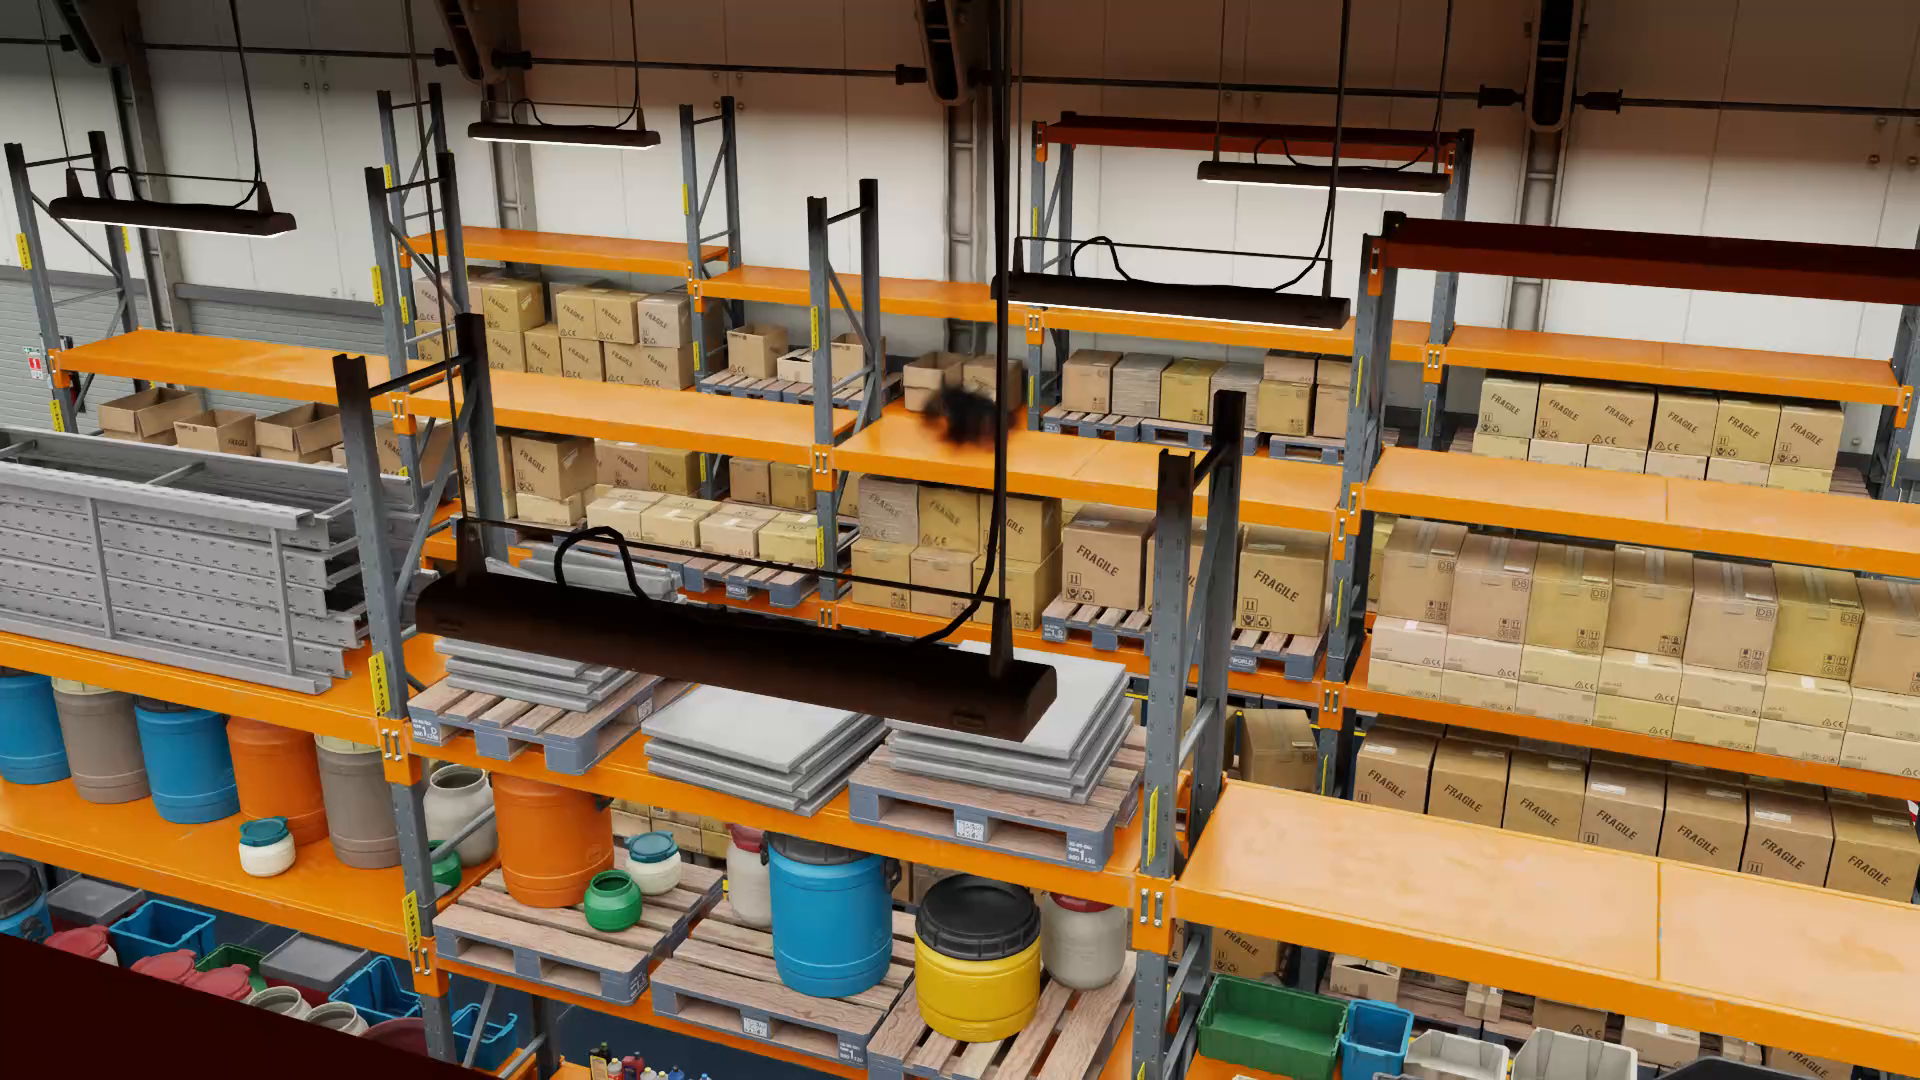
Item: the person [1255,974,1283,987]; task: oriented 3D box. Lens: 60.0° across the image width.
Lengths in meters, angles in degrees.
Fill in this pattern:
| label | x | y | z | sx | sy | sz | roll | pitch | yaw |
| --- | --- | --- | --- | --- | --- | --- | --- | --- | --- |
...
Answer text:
| label | x | y | z | sx | sy | sz | roll | pitch | yaw |
| --- | --- | --- | --- | --- | --- | --- | --- | --- | --- |
| person | 1.894 | 3.572 | 10.818 | 0.655 | 1.539 | 0.569 | 4 | 21 | 11 |
